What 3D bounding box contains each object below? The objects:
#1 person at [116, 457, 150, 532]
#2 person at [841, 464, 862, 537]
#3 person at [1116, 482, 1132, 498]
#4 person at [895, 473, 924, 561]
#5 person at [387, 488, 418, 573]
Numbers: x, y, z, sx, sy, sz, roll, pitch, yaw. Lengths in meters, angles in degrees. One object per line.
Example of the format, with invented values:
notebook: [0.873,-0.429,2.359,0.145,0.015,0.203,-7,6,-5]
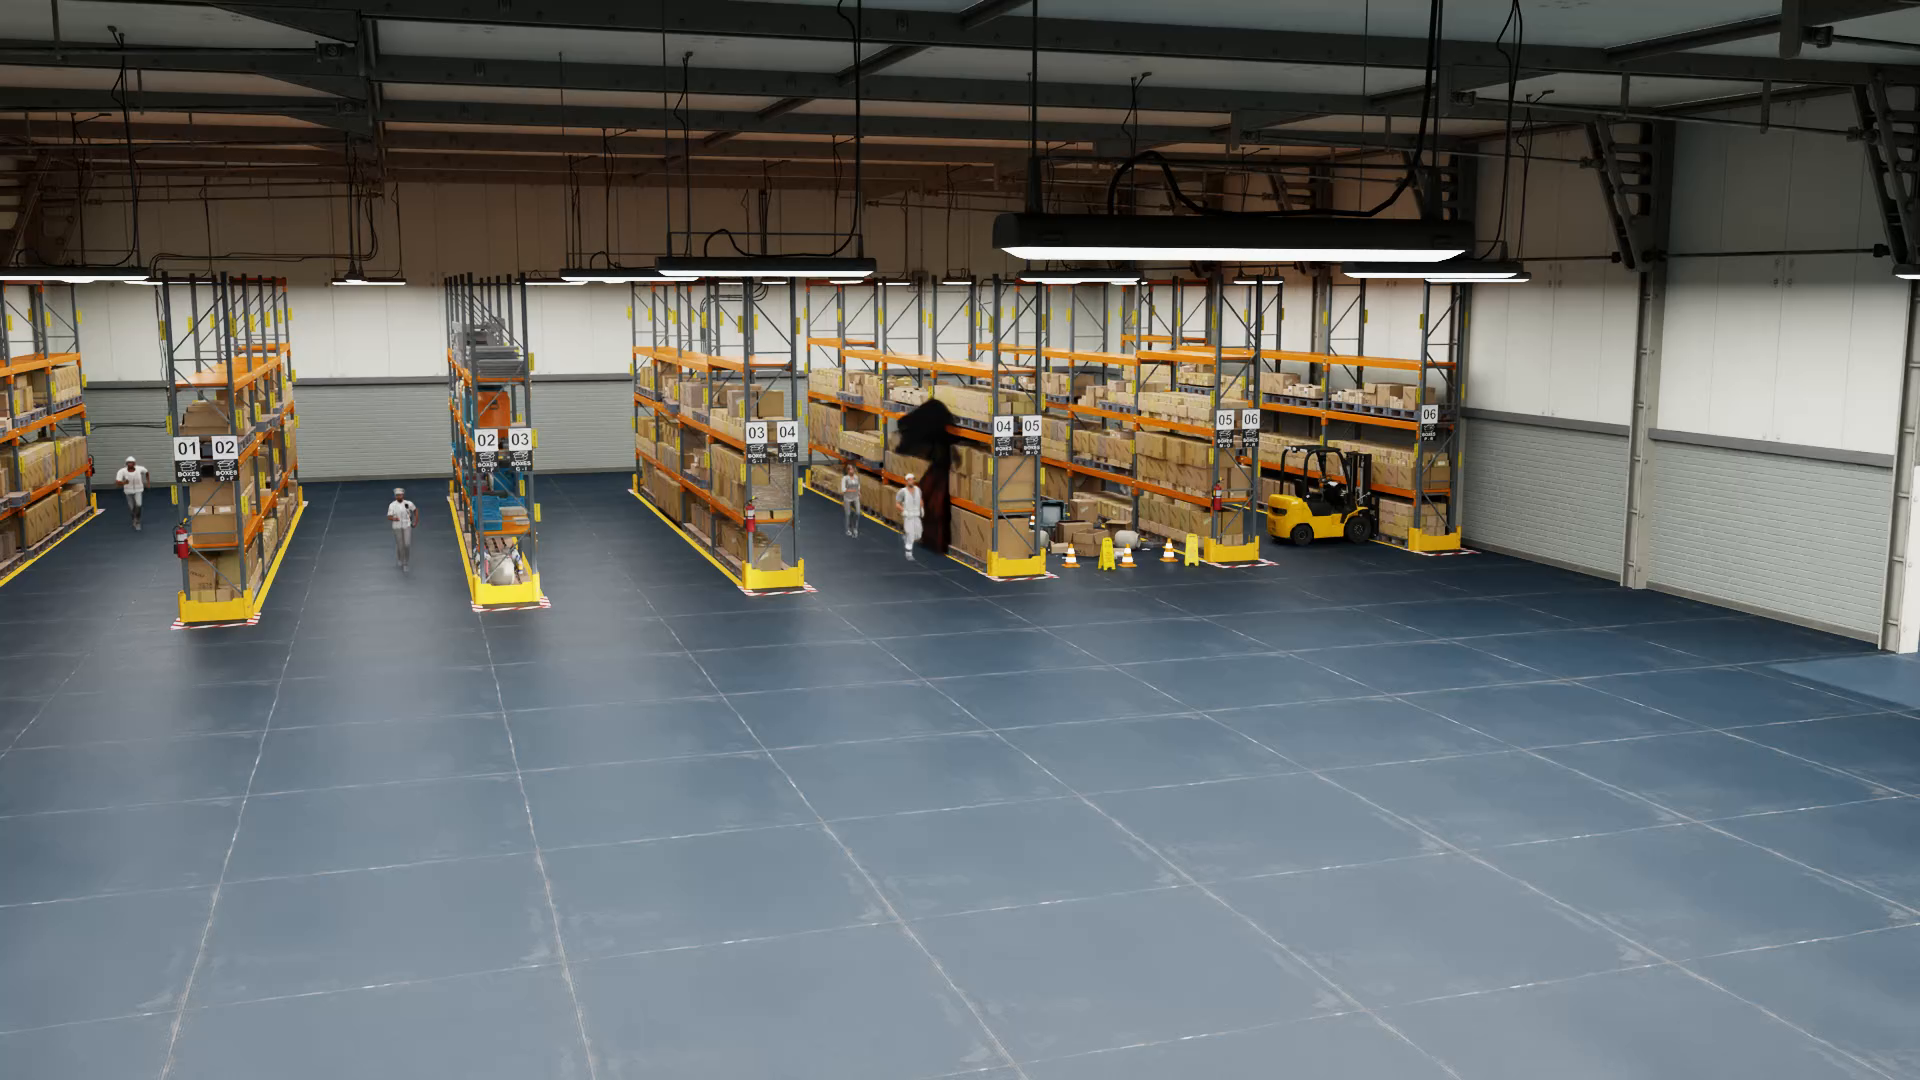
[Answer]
person: [-19.692,-1.109,39.633,0.727,1.793,0.840,-5,10,-28]
person: [-2.366,-0.861,36.569,0.511,1.609,0.633,-4,9,-23]
person: [4.415,-1.826,44.673,0.536,1.626,0.695,-4,9,-23]
person: [-1.008,-0.474,33.497,0.670,1.762,0.677,-5,10,-30]
person: [-11.388,-0.209,34.006,0.581,1.736,0.765,-2,9,-13]
